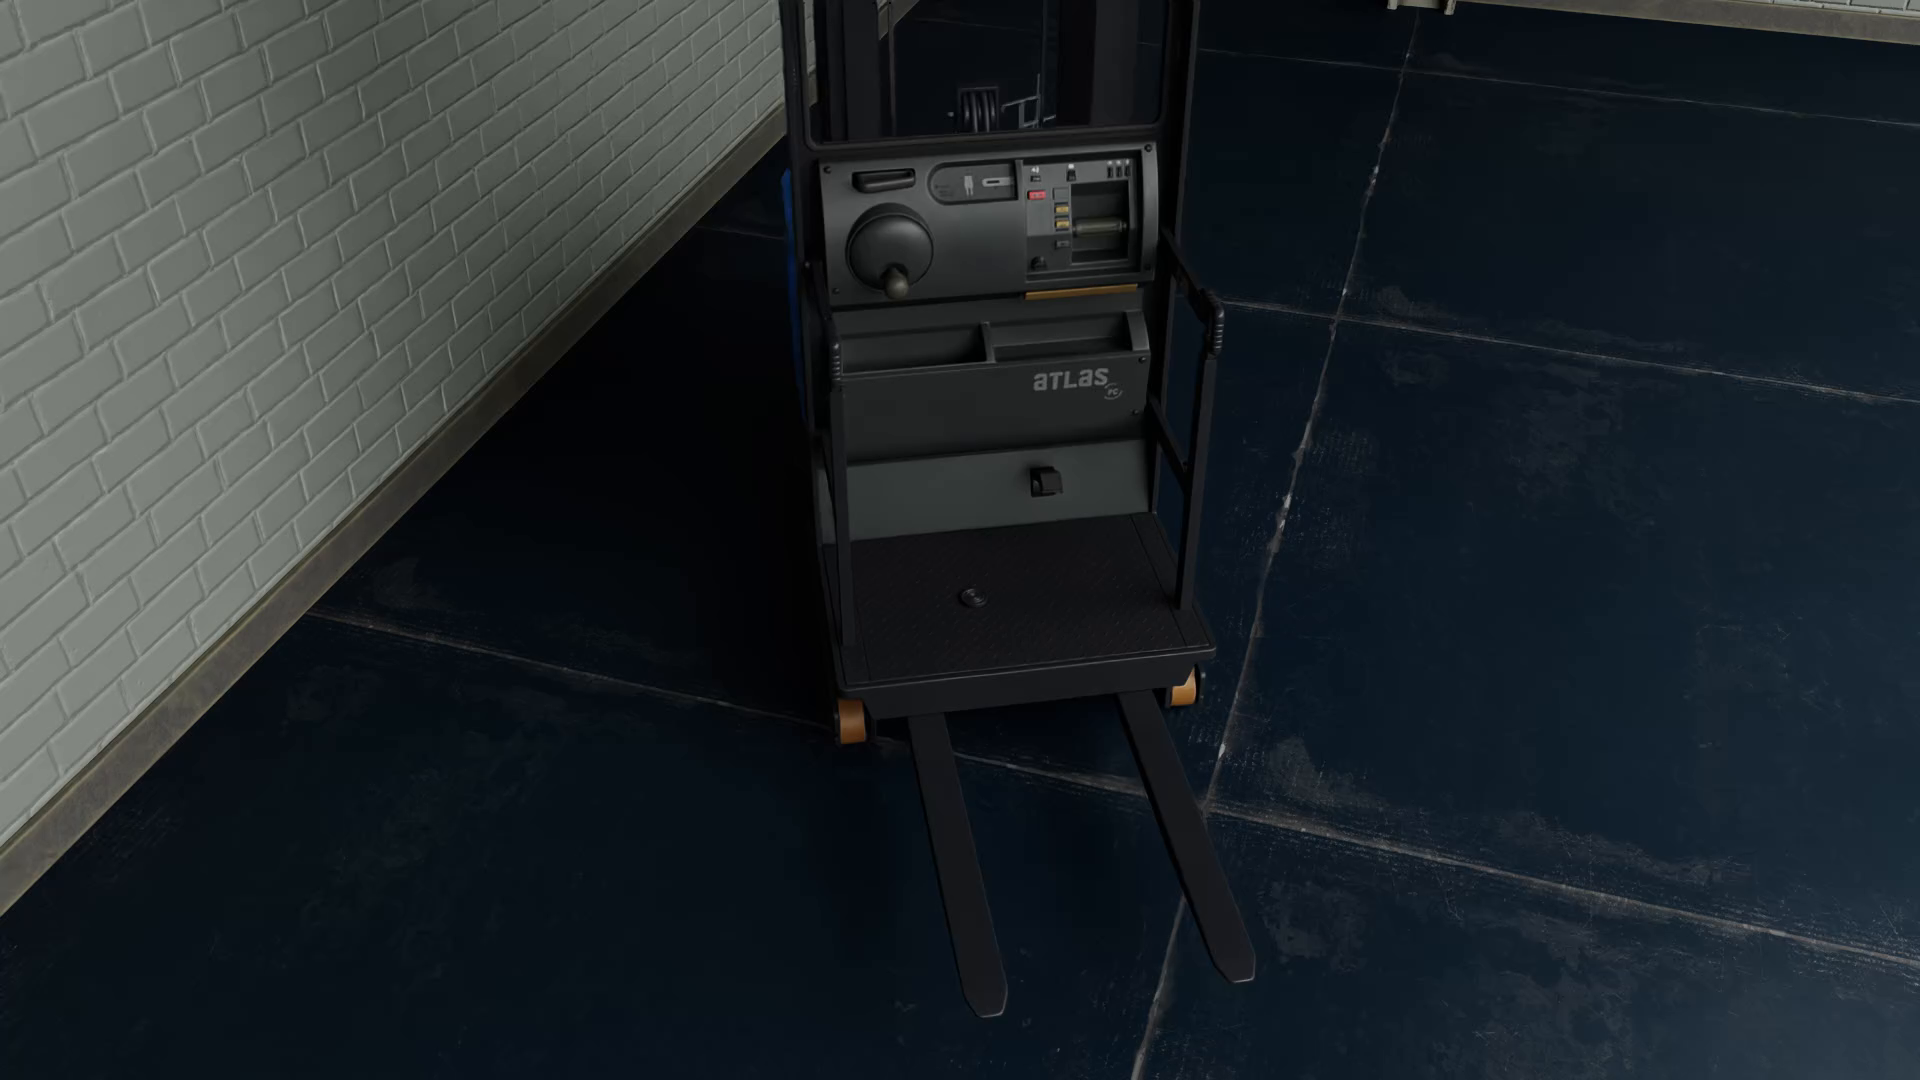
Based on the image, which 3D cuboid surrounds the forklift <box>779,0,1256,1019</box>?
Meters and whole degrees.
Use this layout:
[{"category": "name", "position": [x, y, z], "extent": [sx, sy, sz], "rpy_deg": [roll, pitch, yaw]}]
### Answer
[{"category": "forklift", "position": [0.123, -0.808, 4.376], "extent": [1.130, 2.935, 3.031], "rpy_deg": [-6, 37, -8]}]

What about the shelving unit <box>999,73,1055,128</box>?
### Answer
[{"category": "shelving unit", "position": [0.245, -1.127, 6.265], "extent": [0.258, 1.200, 0.189], "rpy_deg": [-21, 42, -27]}]

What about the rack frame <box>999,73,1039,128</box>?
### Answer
[{"category": "rack frame", "position": [0.194, -1.172, 6.326], "extent": [0.240, 1.200, 0.006], "rpy_deg": [-21, 42, -27]}]

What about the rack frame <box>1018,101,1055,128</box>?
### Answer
[{"category": "rack frame", "position": [0.297, -1.082, 6.204], "extent": [0.240, 1.200, 0.006], "rpy_deg": [-21, 42, -27]}]
